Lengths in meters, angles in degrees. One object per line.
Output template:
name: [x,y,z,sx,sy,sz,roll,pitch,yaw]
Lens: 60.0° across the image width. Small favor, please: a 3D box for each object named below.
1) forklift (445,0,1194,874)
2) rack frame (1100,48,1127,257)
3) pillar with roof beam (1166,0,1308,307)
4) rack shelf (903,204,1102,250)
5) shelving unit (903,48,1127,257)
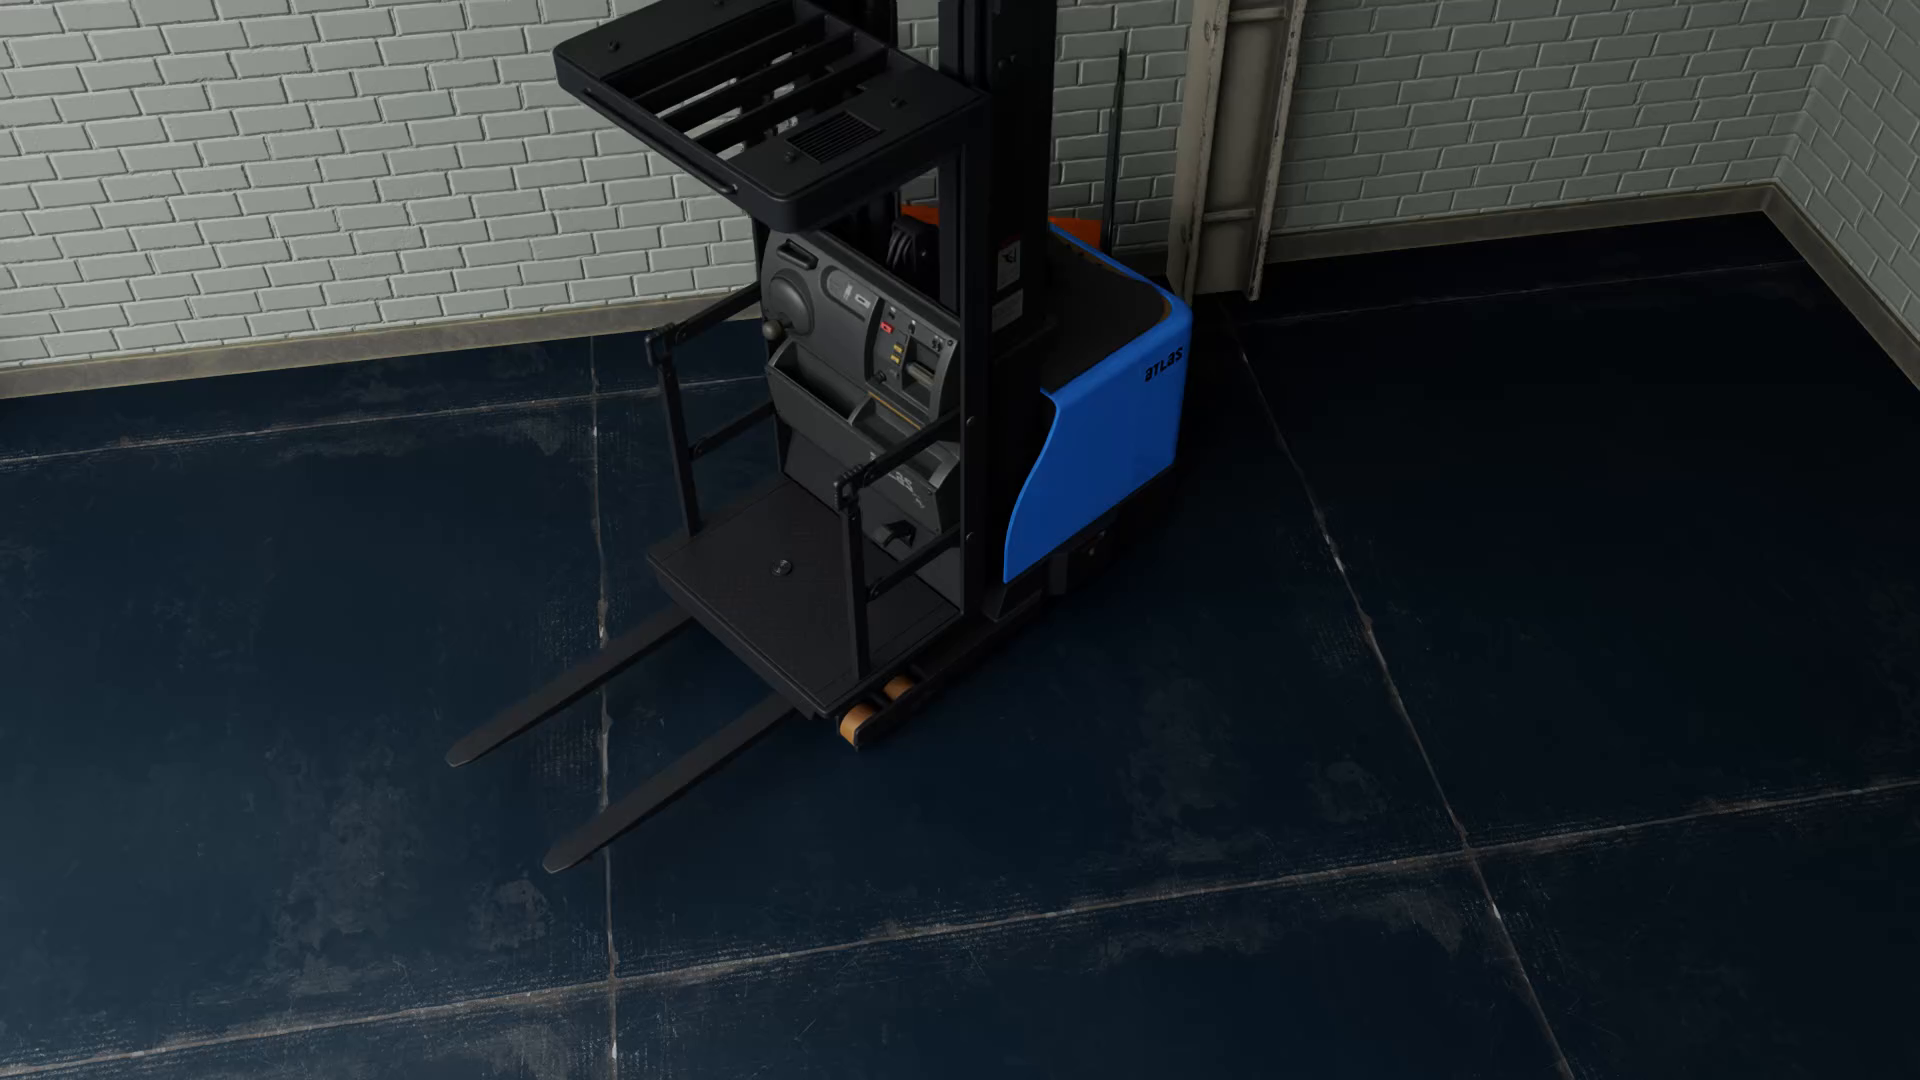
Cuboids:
forklift: [-0.505,-0.673,5.556,3.031,2.935,1.130,-35,55,-29]
rack frame: [0.632,-1.310,7.164,0.032,1.500,0.500,6,46,6]
pillar with roof beam: [1.967,-1.320,1.966,0.400,9.000,9.100,-7,46,-7]
rack shelf: [0.129,-1.238,7.344,1.000,0.185,0.538,6,46,6]
shelving unit: [0.120,-1.364,7.216,1.083,1.500,0.587,6,46,6]
